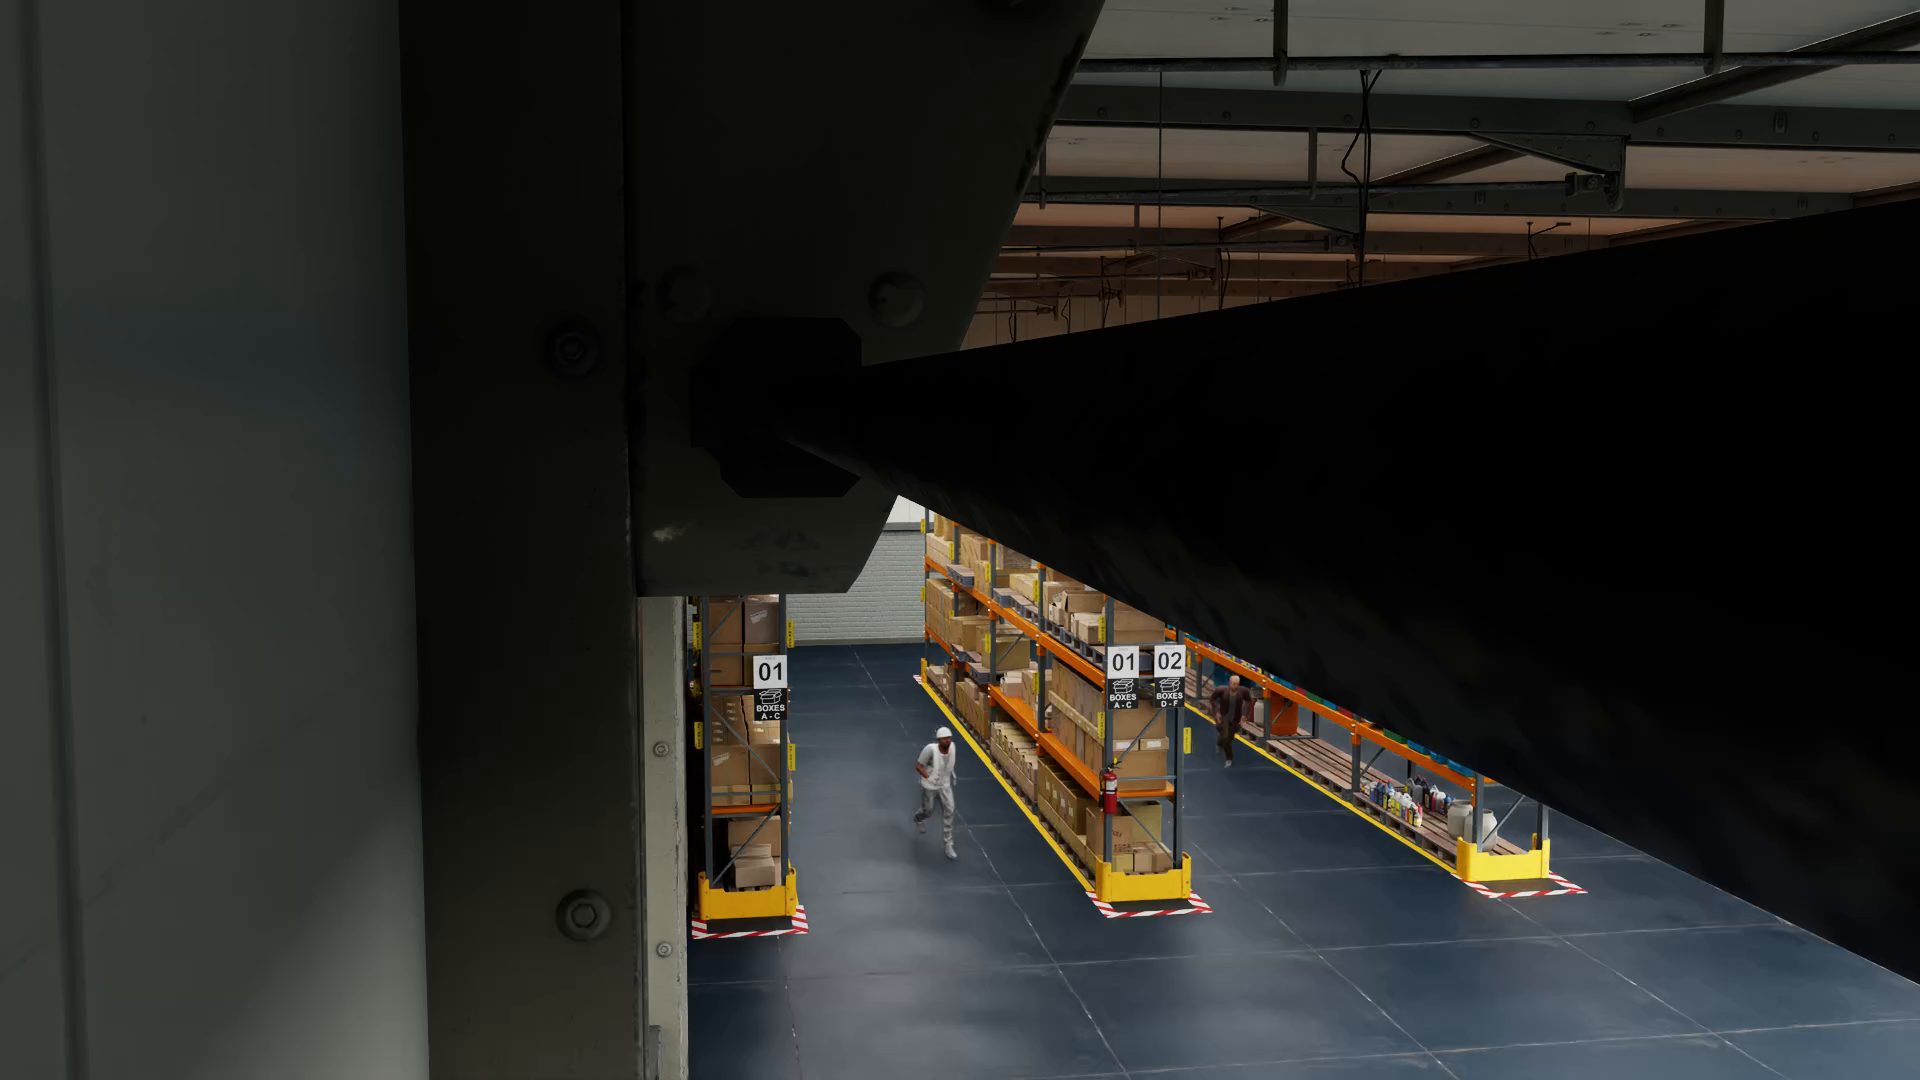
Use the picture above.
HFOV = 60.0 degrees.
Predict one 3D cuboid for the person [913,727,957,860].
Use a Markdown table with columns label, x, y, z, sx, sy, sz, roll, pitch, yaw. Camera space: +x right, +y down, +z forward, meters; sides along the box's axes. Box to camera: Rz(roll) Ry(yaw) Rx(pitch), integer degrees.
| label | x | y | z | sx | sy | sz | roll | pitch | yaw |
| --- | --- | --- | --- | --- | --- | --- | --- | --- | --- |
| person | -0.340 | 3.432 | 23.051 | 0.681 | 1.770 | 1.126 | -3 | 6 | -28 |

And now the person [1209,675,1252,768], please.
| label | x | y | z | sx | sy | sz | roll | pitch | yaw |
| --- | --- | --- | --- | --- | --- | --- | --- | --- | --- |
| person | 4.594 | 3.045 | 28.453 | 0.716 | 1.626 | 1.063 | 0 | 5 | -3 |
